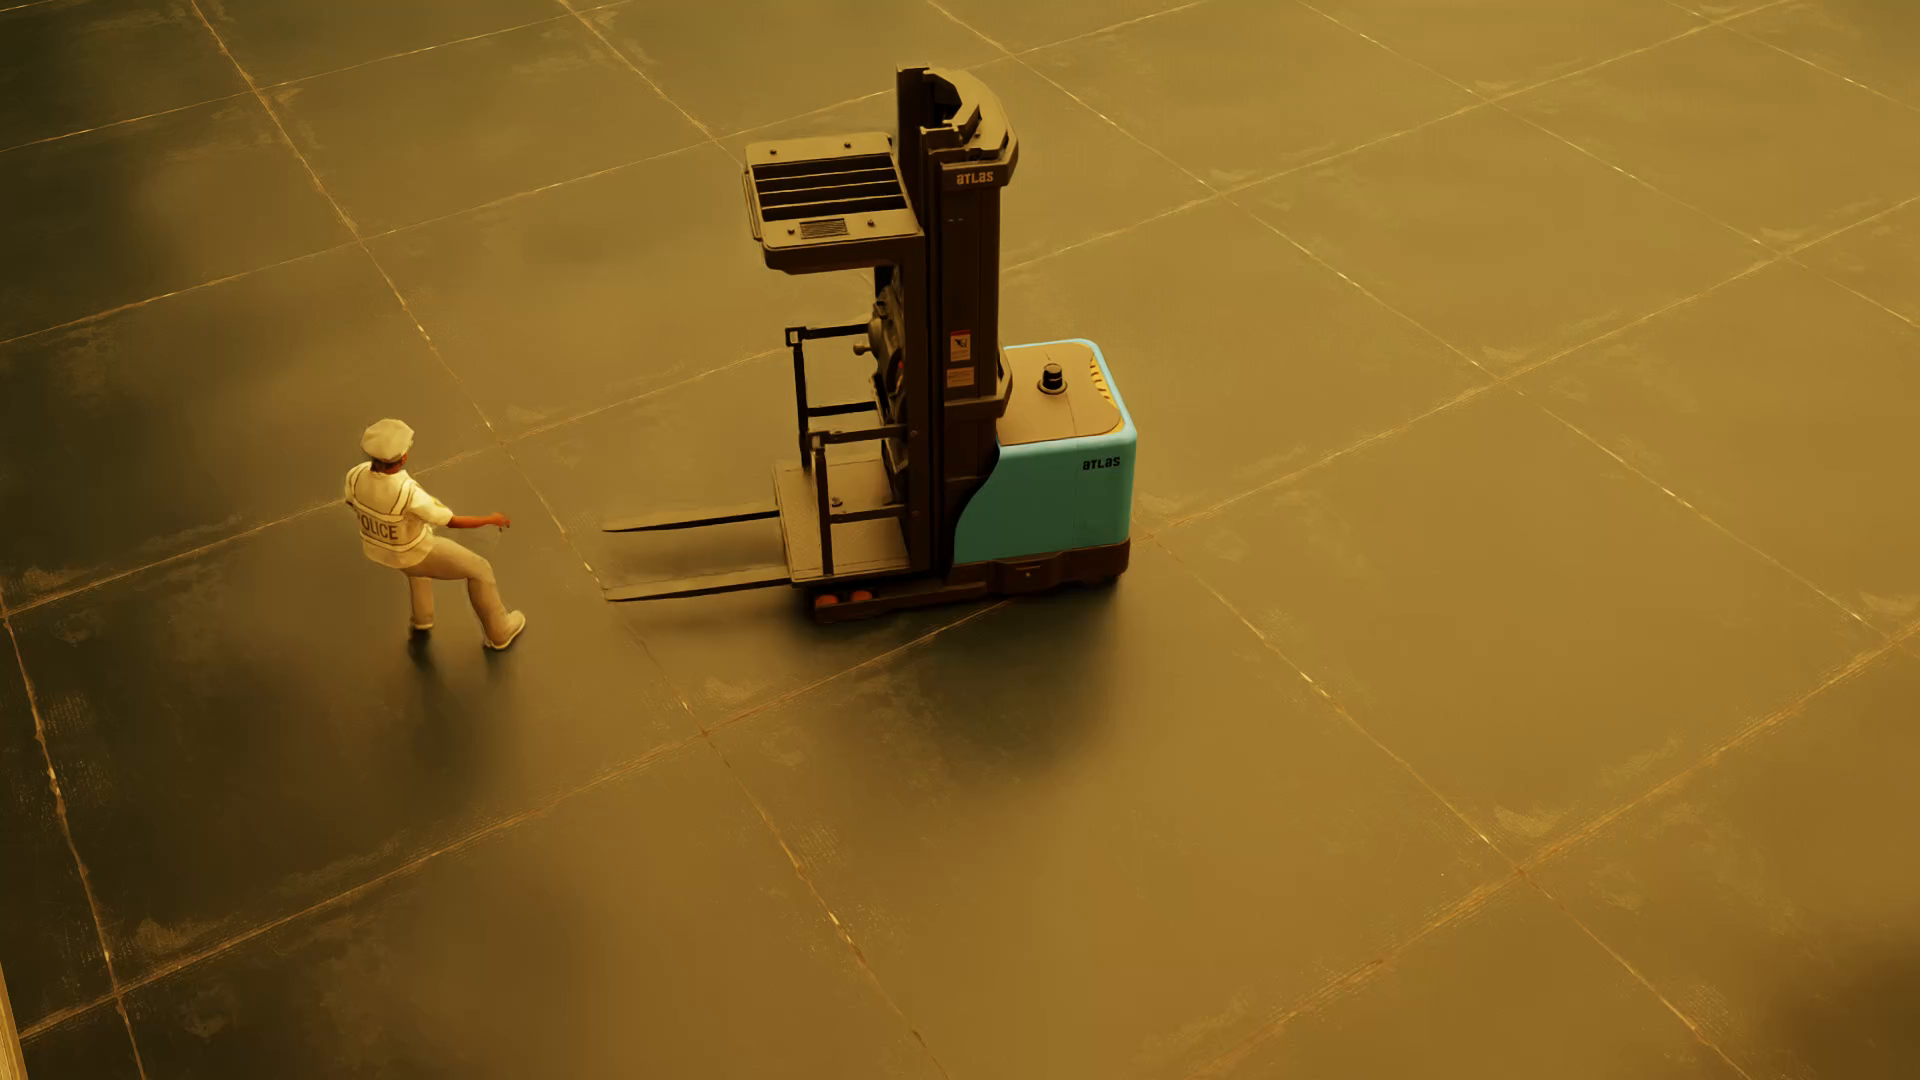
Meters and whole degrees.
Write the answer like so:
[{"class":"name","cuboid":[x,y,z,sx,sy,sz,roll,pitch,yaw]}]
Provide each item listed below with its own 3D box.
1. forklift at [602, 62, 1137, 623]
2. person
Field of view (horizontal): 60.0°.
[{"class":"forklift","cuboid":[-0.576,-1.004,9.020,3.031,2.935,1.130,-7,42,-8]},{"class":"person","cuboid":[-2.883,-0.042,8.969,0.725,1.543,0.592,16,43,17]}]
